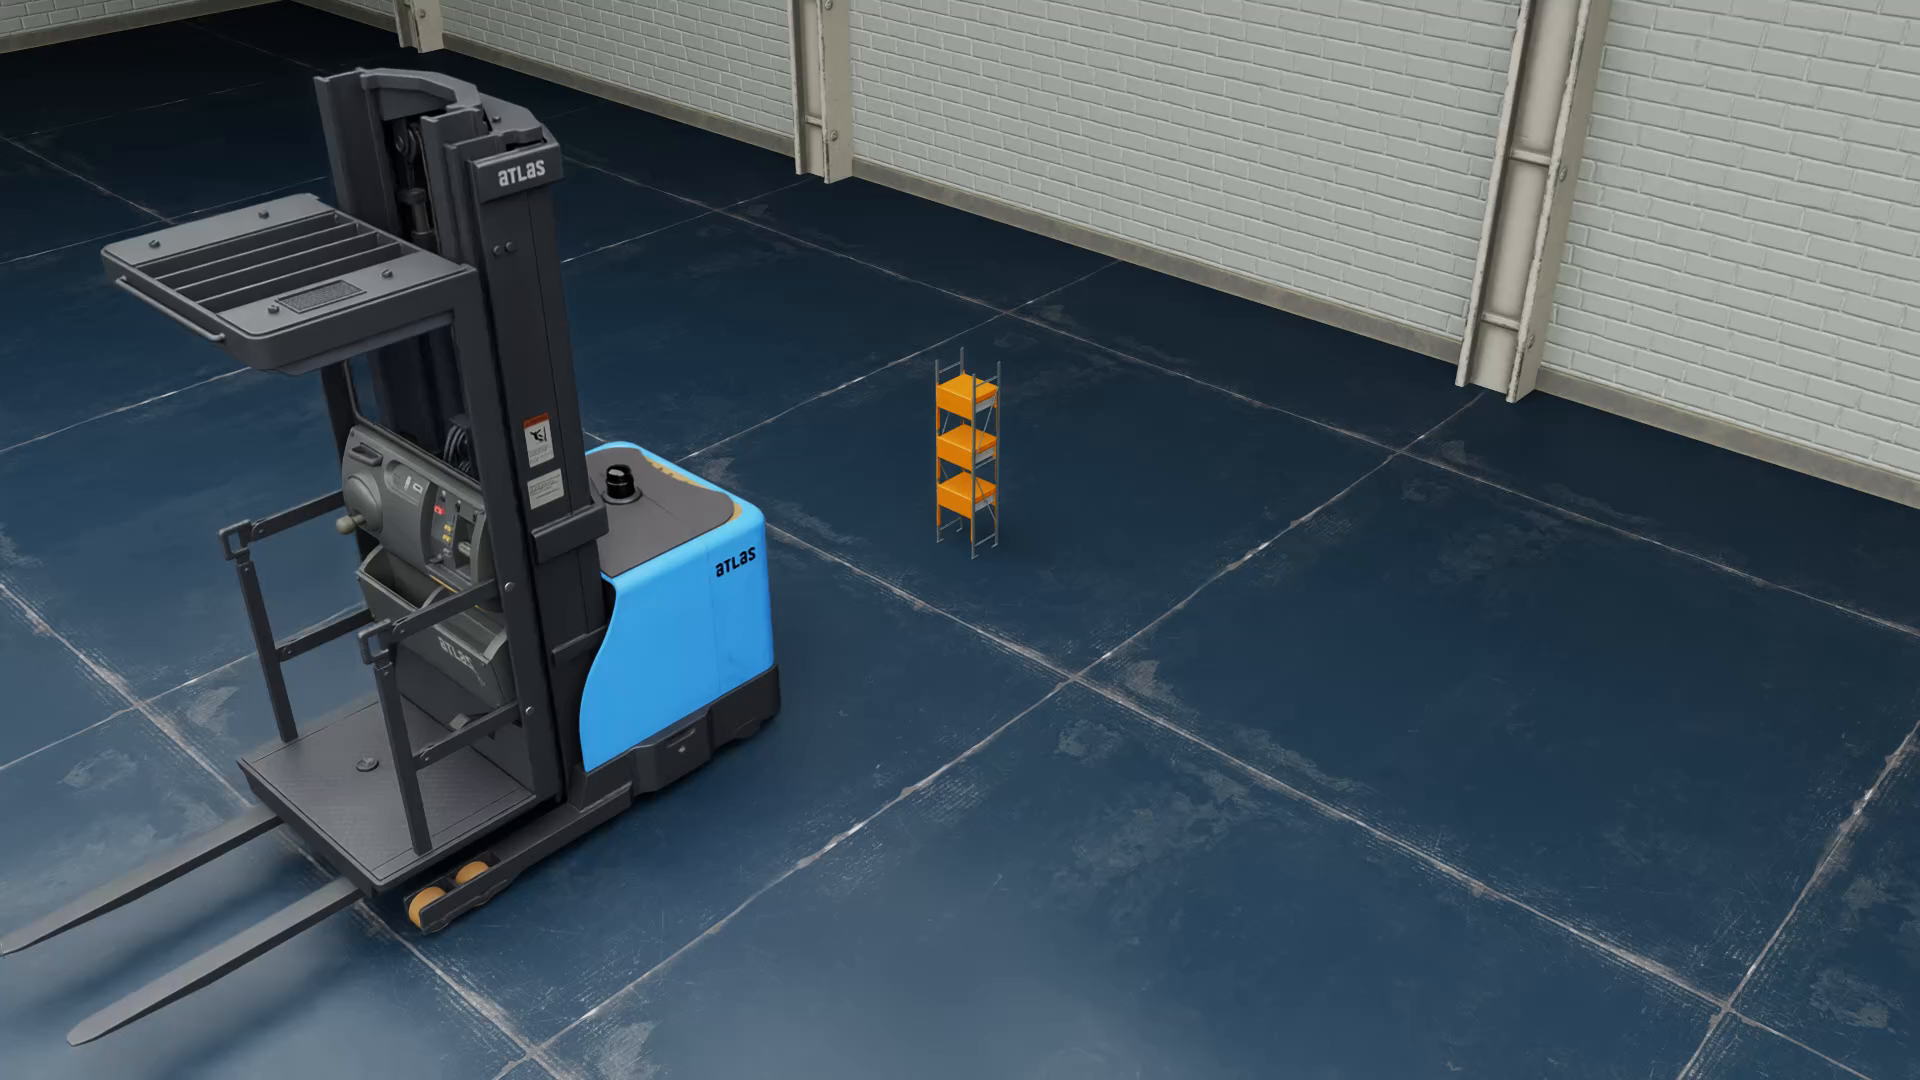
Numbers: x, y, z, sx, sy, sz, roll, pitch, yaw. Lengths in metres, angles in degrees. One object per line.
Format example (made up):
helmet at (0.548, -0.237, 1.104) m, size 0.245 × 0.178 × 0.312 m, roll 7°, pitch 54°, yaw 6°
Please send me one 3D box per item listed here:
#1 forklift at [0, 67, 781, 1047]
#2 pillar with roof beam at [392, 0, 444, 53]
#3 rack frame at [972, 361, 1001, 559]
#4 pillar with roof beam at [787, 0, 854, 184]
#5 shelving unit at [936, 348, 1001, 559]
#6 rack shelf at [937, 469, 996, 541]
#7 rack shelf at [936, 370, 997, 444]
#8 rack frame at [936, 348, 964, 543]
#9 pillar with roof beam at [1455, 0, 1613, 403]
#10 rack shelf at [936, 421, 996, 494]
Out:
forklift at (-2.166, -0.072, 6.028) m, size 1.130 × 2.935 × 3.031 m, roll 26°, pitch 39°, yaw 36°
pillar with roof beam at (-8.455, -7.322, 12.188) m, size 0.400 × 9.000 × 9.100 m, roll 25°, pitch 39°, yaw 35°
rack frame at (0.130, -0.389, 8.378) m, size 0.008 × 1.050 × 0.200 m, roll 25°, pitch 39°, yaw 35°
pillar with roof beam at (-4.006, -5.246, 8.739) m, size 0.400 × 9.000 × 9.100 m, roll 25°, pitch 39°, yaw 35°
shelving unit at (0.040, -0.431, 8.448) m, size 0.252 × 1.050 × 0.215 m, roll 25°, pitch 39°, yaw 35°
rack shelf at (0.040, -0.184, 8.597) m, size 0.240 × 0.259 × 0.215 m, roll 25°, pitch 39°, yaw 35°
rack shelf at (0.040, -0.665, 8.308) m, size 0.240 × 0.259 × 0.215 m, roll 25°, pitch 39°, yaw 35°
rack frame at (-0.051, -0.473, 8.519) m, size 0.008 × 1.050 × 0.200 m, roll 25°, pitch 39°, yaw 35°
pillar with roof beam at (0.442, -3.169, 5.290) m, size 0.400 × 9.000 × 9.100 m, roll 25°, pitch 39°, yaw 35°
rack shelf at (0.040, -0.422, 8.454) m, size 0.240 × 0.259 × 0.215 m, roll 25°, pitch 39°, yaw 35°
